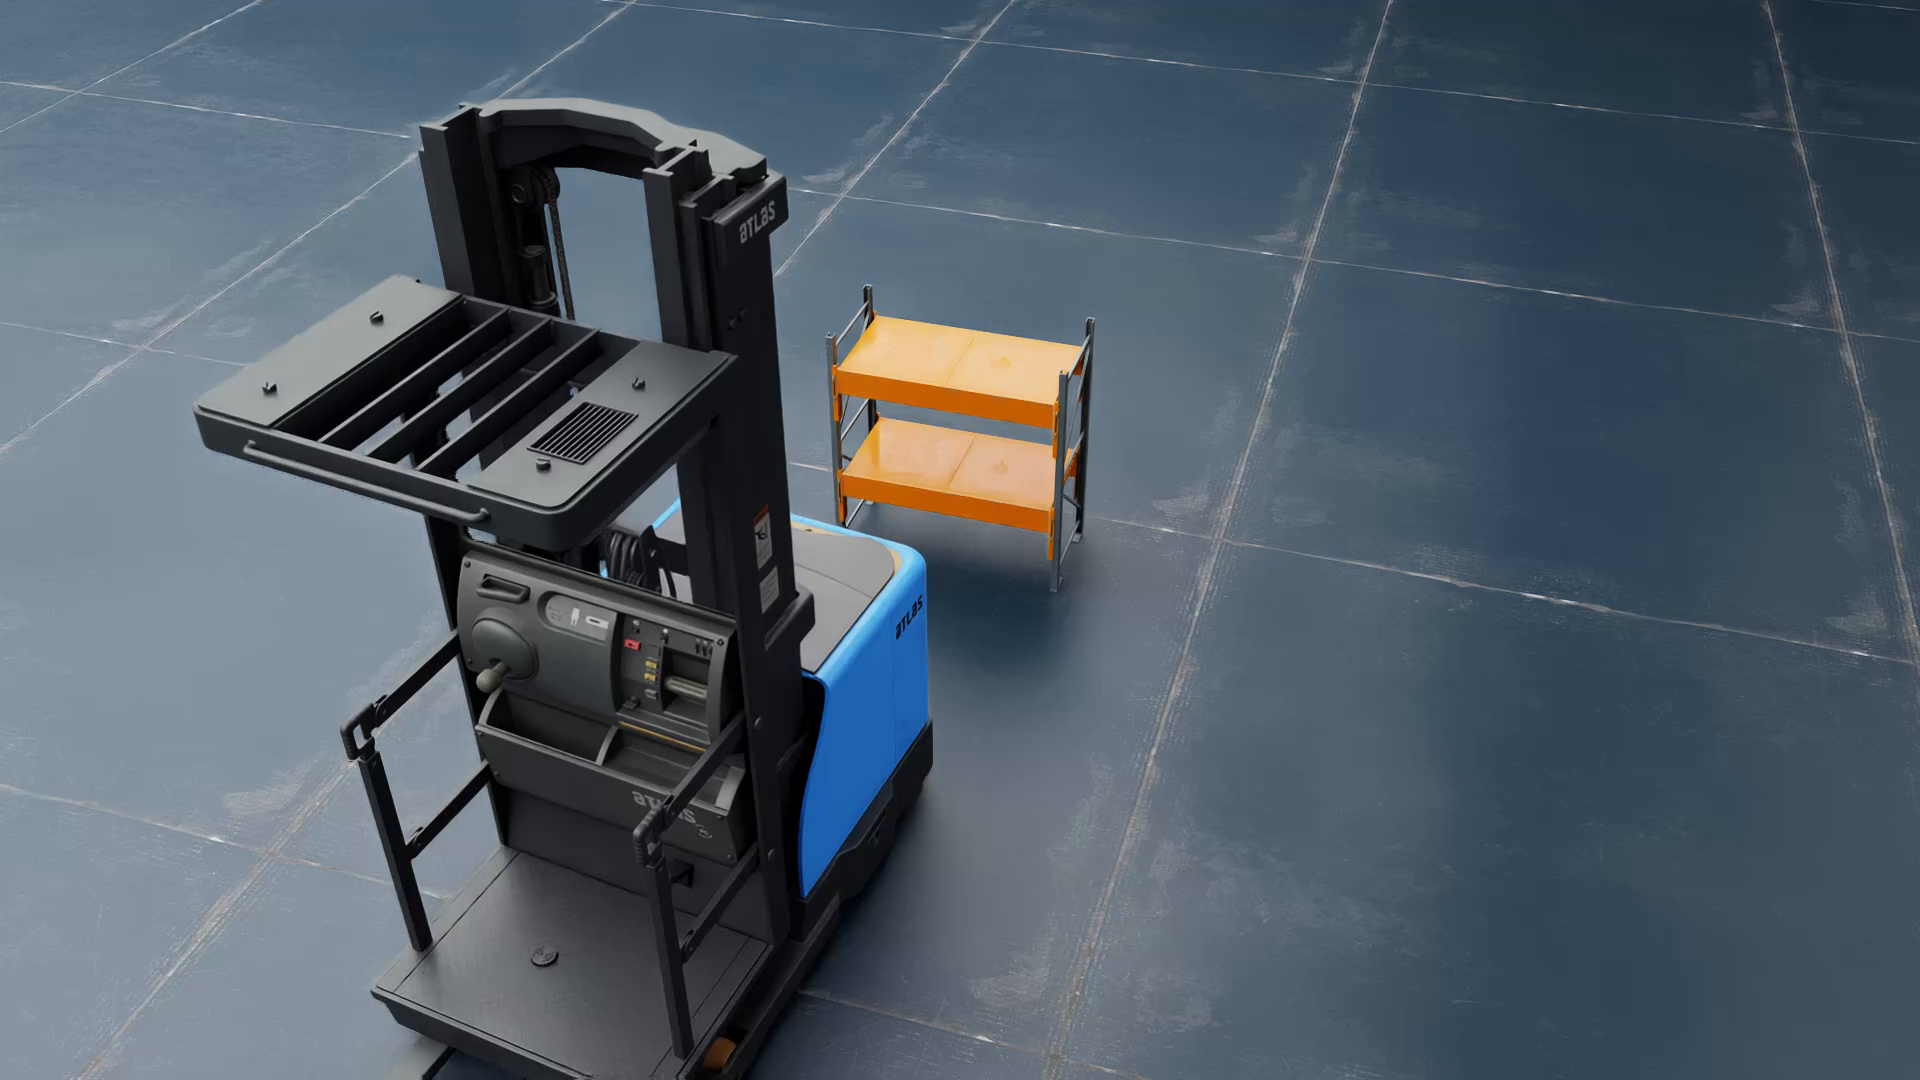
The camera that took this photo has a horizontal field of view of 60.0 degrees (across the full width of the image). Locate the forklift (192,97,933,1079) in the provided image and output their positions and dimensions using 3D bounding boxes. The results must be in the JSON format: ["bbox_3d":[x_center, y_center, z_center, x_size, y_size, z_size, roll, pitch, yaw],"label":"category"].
[{"bbox_3d":[-1.175,0.395,4.741,1.130,2.935,3.031,15,39,19],"label":"forklift"}]

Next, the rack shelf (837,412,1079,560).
[{"bbox_3d":[0.006,-0.255,7.560,1.000,0.278,0.538,10,38,14],"label":"rack shelf"}]

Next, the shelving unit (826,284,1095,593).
[{"bbox_3d":[0.006,-0.452,7.415,1.048,1.125,0.538,10,38,14],"label":"shelving unit"}]

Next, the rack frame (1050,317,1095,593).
[{"bbox_3d":[0.492,-0.362,7.293,0.032,1.125,0.500,10,38,14],"label":"rack frame"}]

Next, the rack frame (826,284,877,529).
[{"bbox_3d":[-0.479,-0.542,7.537,0.032,1.125,0.500,10,38,14],"label":"rack frame"}]

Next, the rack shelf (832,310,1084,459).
[{"bbox_3d":[0.006,-0.688,7.241,1.000,0.278,0.538,10,38,14],"label":"rack shelf"}]
